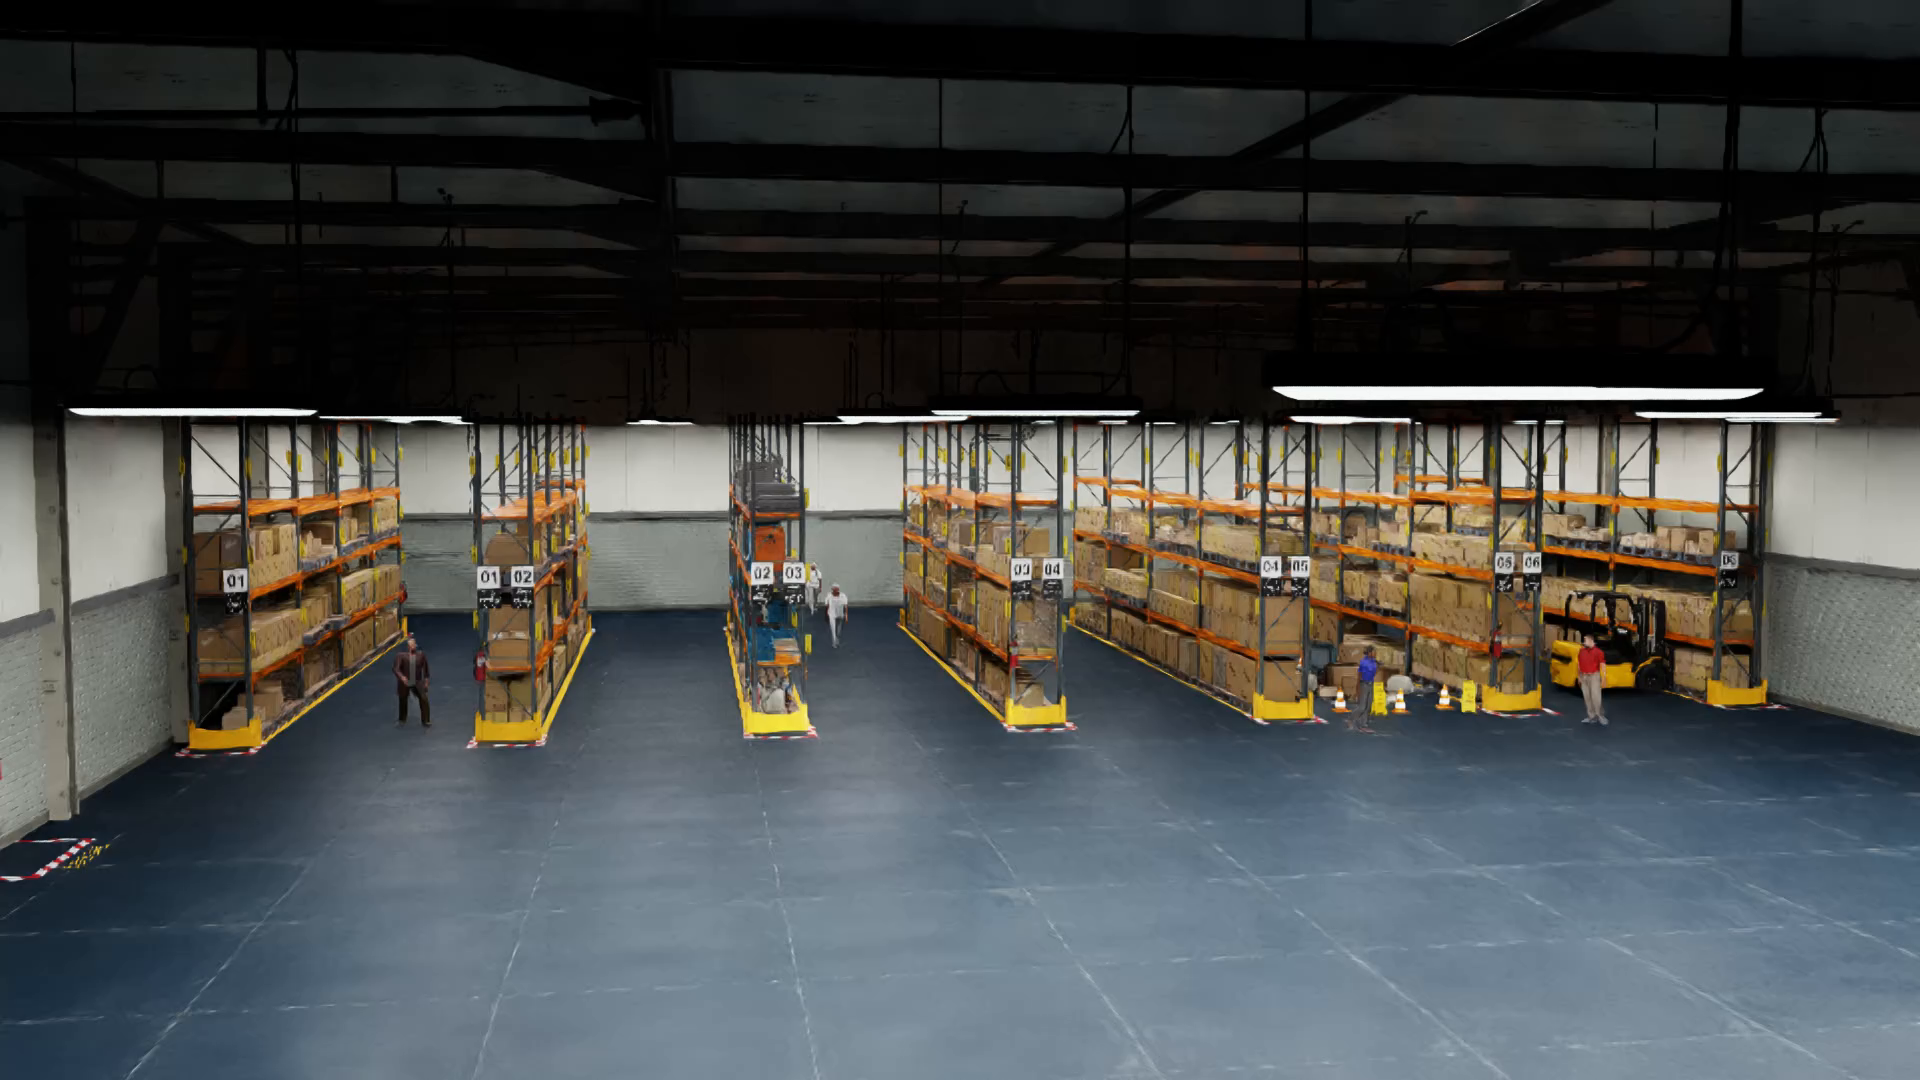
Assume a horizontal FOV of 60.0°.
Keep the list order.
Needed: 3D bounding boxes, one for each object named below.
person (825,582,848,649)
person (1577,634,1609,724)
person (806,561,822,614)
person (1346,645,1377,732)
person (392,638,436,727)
[{"bbox_3d":[-3.189,1.941,43.055,0.591,1.716,1.042,-1,4,-10],"label":"person"},{"bbox_3d":[12.197,2.673,32.042,0.437,1.720,0.652,-3,5,-39],"label":"person"},{"bbox_3d":[-4.473,1.433,51.063,0.463,1.625,0.989,-1,4,-10],"label":"person"},{"bbox_3d":[7.544,2.779,31.254,0.518,1.649,0.525,4,5,44],"label":"person"},{"bbox_3d":[-10.438,2.703,31.668,0.736,1.715,0.896,-2,4,-25],"label":"person"}]
